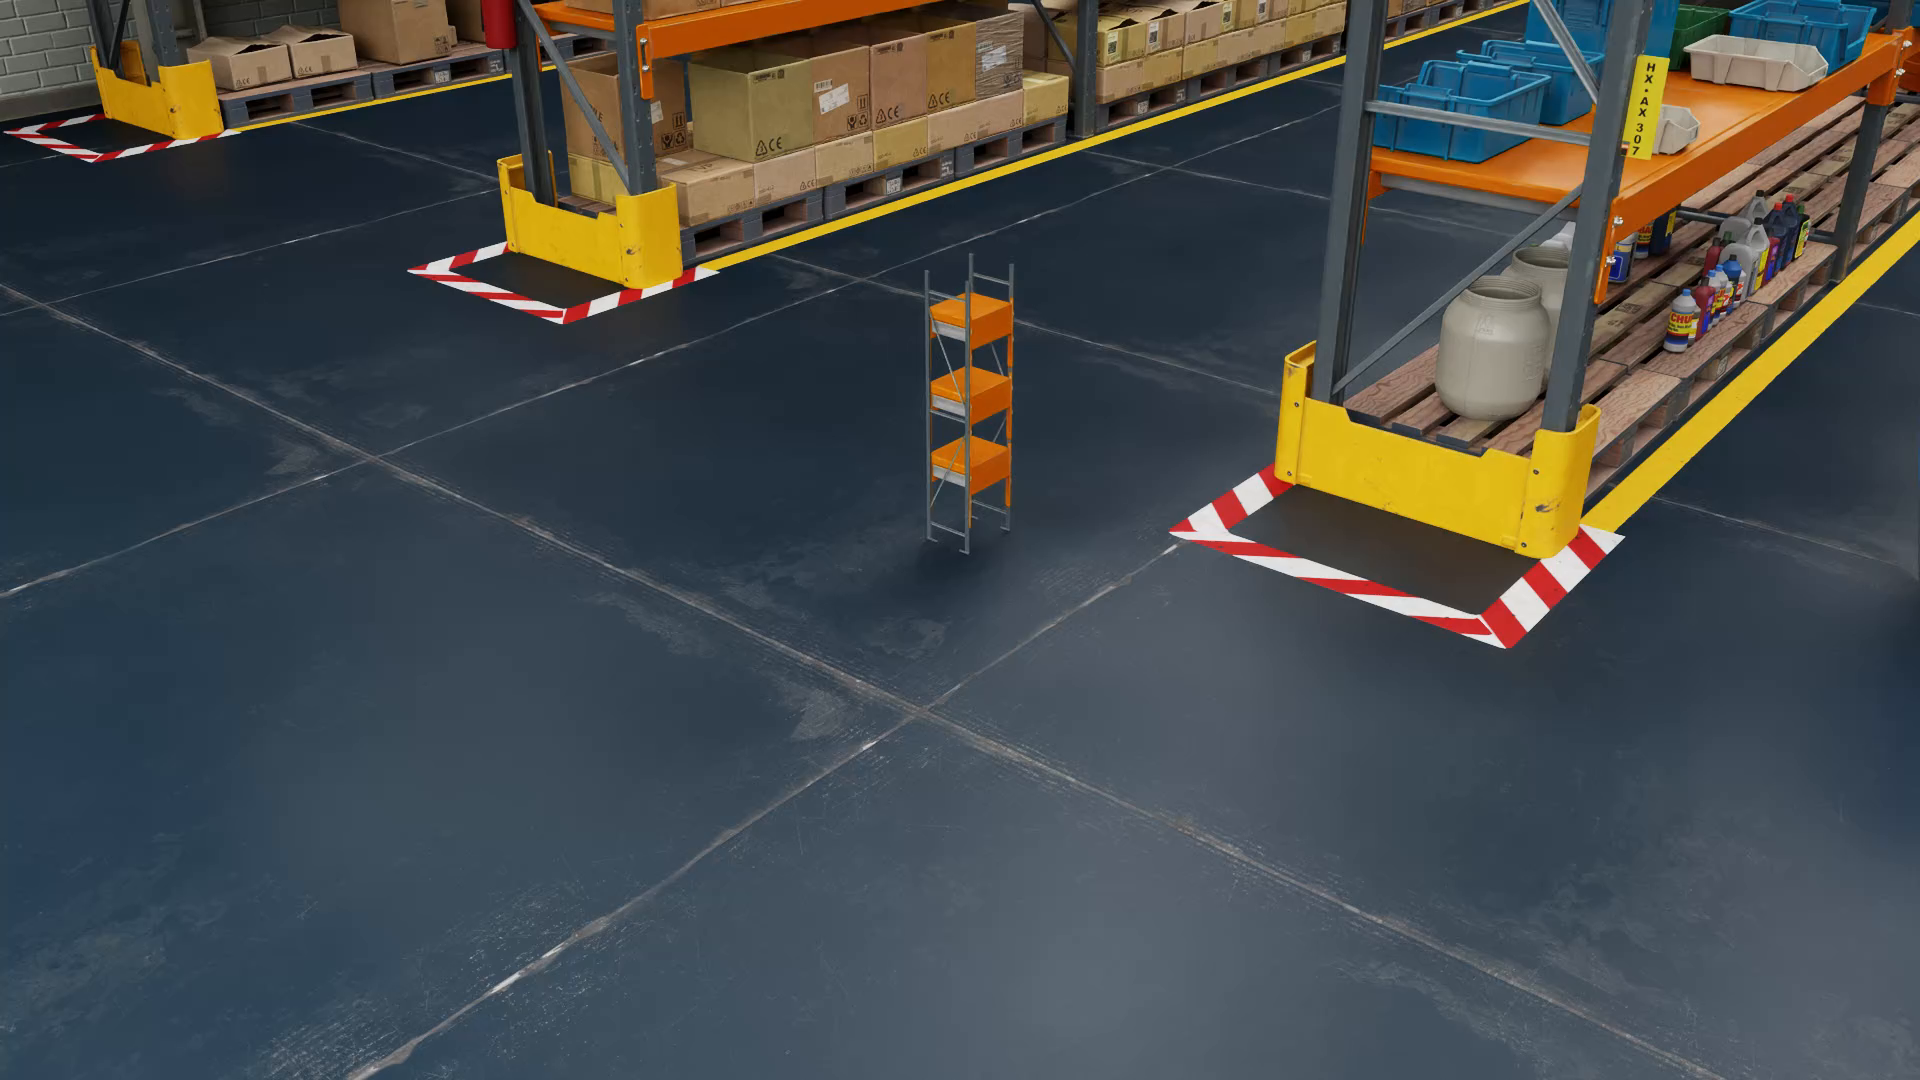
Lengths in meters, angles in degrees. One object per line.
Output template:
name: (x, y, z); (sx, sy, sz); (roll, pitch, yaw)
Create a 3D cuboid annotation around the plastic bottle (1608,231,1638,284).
plastic bottle: (3.249, -1.428, 8.232); (0.152, 0.276, 0.135); (21, 34, 34)

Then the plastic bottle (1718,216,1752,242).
plastic bottle: (3.903, -1.499, 8.369); (0.152, 0.276, 0.135); (21, 34, 34)

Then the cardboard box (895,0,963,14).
cardboard box: (-0.325, -3.354, 11.189); (0.500, 0.500, 0.500); (21, 34, 34)

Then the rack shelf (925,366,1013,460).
rack shelf: (0.034, -0.476, 6.050); (0.215, 0.259, 0.240); (21, 34, 34)

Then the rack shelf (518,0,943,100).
rack shelf: (-0.749, -3.280, 10.109); (1.077, 0.370, 4.000); (21, 34, 34)

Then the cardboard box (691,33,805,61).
cardboard box: (-1.285, -2.825, 10.165); (0.500, 0.500, 0.500); (21, 34, 34)

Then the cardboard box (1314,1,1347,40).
cardboard box: (2.921, -4.434, 14.092); (0.500, 0.250, 0.500); (22, 34, 36)

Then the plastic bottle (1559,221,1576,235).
plastic bottle: (3.001, -1.430, 8.154); (0.144, 0.351, 0.185); (22, 35, 36)

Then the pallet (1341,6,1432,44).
pallet: (3.571, -4.742, 15.187); (1.003, 0.211, 1.213); (21, 34, 34)

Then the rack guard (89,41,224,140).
rack guard: (-5.798, -3.254, 11.995); (1.175, 0.500, 0.348); (21, 34, 34)

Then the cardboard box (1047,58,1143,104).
cardboard box: (0.971, -3.344, 11.986); (0.500, 0.250, 0.500); (20, 33, 33)

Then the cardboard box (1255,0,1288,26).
cardboard box: (2.275, -4.319, 13.260); (0.500, 0.311, 0.500); (20, 34, 34)

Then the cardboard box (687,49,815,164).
cardboard box: (-1.192, -2.492, 9.521); (0.500, 0.500, 0.500); (21, 34, 34)

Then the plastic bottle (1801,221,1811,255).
plastic bottle: (4.353, -1.592, 8.630); (0.097, 0.201, 0.097); (0, 27, 0)

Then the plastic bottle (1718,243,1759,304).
plastic bottle: (3.722, -1.294, 7.972); (0.152, 0.276, 0.135); (21, 34, 35)

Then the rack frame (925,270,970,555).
rack frame: (-0.044, -0.442, 5.962); (0.200, 1.050, 0.008); (21, 34, 34)

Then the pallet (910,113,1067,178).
pallet: (-0.015, -2.800, 11.433); (1.003, 0.211, 1.213); (21, 34, 34)

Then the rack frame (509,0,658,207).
rack frame: (-2.021, -2.890, 8.573); (1.000, 3.000, 0.127); (21, 34, 34)

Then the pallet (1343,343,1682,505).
pallet: (2.332, -0.530, 7.045); (1.003, 0.211, 1.213); (21, 34, 34)

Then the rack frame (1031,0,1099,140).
rack frame: (0.523, -4.309, 11.314); (1.000, 3.000, 0.127); (21, 34, 34)

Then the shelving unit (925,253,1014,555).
shelving unit: (0.034, -0.485, 6.045); (0.215, 1.050, 0.252); (21, 34, 34)

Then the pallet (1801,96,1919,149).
pallet: (6.364, -2.776, 11.386); (1.003, 0.211, 1.213); (21, 34, 34)

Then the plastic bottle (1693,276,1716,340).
plastic bottle: (3.350, -1.057, 7.506); (0.061, 0.283, 0.133); (21, 34, 35)

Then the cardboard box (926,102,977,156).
cardboard box: (-0.236, -2.690, 10.720); (0.500, 0.250, 0.500); (21, 34, 34)

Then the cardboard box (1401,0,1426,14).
cardboard box: (3.906, -5.077, 15.041); (0.500, 0.500, 0.500); (19, 33, 33)

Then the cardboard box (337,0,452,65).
cardboard box: (-4.469, -4.089, 13.131); (0.700, 0.500, 0.500); (18, 33, 31)

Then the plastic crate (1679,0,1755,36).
plastic crate: (3.912, -2.684, 8.241); (0.767, 0.338, 0.504); (21, 34, 34)

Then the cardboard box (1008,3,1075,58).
cardboard box: (0.559, -3.750, 12.160); (0.500, 0.311, 0.500); (21, 34, 34)

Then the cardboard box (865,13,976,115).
cardboard box: (-0.245, -3.026, 10.555); (0.500, 0.500, 0.500); (21, 34, 34)

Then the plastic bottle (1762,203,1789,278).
plastic bottle: (4.034, -1.498, 8.285); (0.144, 0.351, 0.185); (19, 33, 32)

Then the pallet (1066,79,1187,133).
pallet: (0.962, -3.343, 12.482); (1.003, 0.211, 1.213); (21, 34, 34)

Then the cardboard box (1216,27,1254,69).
cardboard box: (1.949, -3.890, 13.040); (0.500, 0.250, 0.500); (22, 34, 35)

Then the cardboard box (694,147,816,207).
cardboard box: (-1.193, -2.159, 9.695); (0.500, 0.250, 0.500); (21, 34, 34)

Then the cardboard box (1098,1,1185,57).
cardboard box: (1.301, -3.773, 12.203); (0.500, 0.311, 0.500); (20, 34, 34)

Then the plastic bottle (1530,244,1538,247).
plastic bottle: (2.689, -1.256, 7.892); (0.061, 0.283, 0.133); (22, 34, 36)

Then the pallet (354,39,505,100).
pallet: (-4.477, -3.834, 13.431); (1.003, 0.211, 1.213); (21, 34, 34)

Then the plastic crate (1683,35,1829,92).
plastic crate: (3.506, -2.093, 7.318); (0.530, 0.136, 0.437); (21, 34, 34)

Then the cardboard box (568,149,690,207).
cardboard box: (-1.908, -2.132, 9.642); (0.500, 0.250, 0.500); (21, 34, 34)

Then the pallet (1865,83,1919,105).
pallet: (7.356, -3.331, 12.459); (1.003, 0.211, 1.213); (21, 34, 34)

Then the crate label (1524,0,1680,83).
crate label: (2.761, -2.189, 7.178); (0.502, 0.435, 0.616); (21, 34, 34)

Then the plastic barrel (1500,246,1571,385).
plastic barrel: (2.477, -0.956, 7.085); (0.421, 0.512, 0.421); (0, 27, 0)

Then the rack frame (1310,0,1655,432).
rack frame: (1.799, -1.441, 5.772); (1.000, 3.000, 0.127); (21, 34, 34)

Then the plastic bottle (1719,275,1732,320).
plastic bottle: (3.537, -1.138, 7.752); (0.097, 0.201, 0.097); (0, 27, 0)
